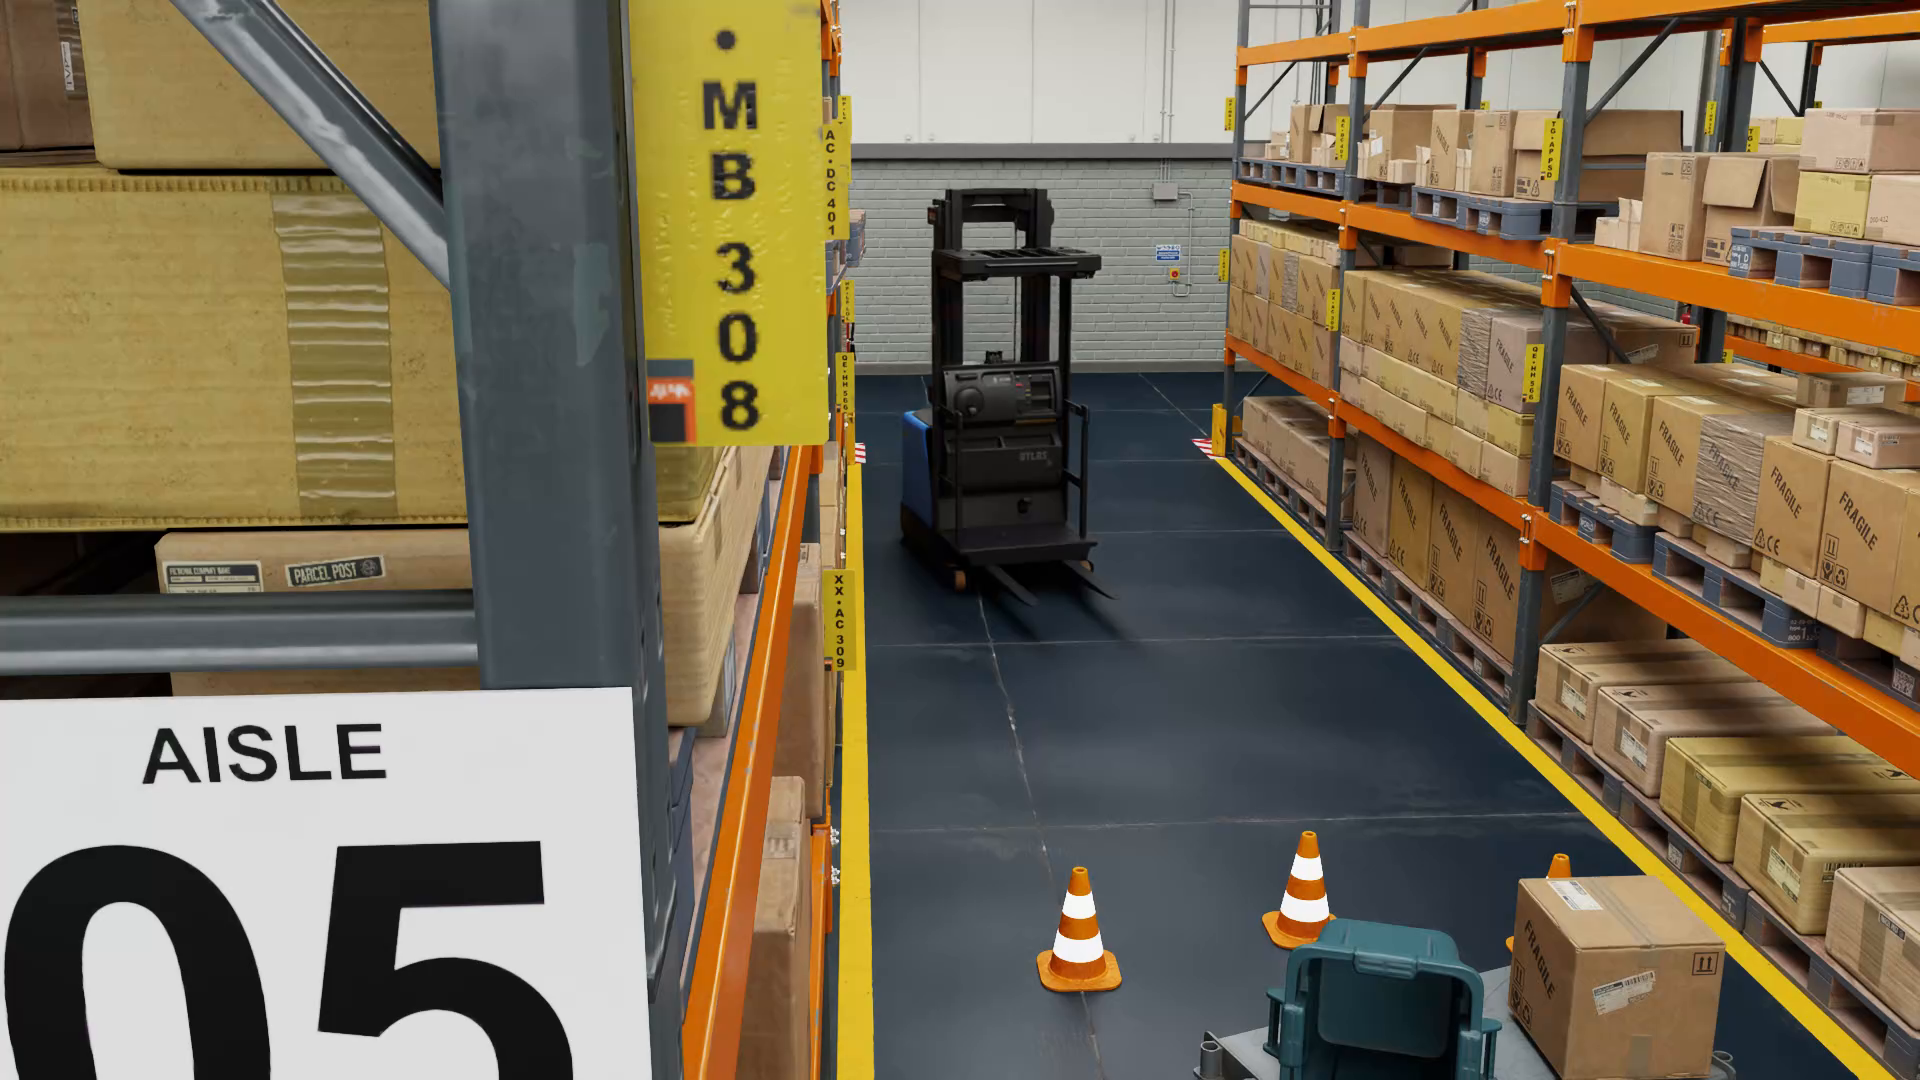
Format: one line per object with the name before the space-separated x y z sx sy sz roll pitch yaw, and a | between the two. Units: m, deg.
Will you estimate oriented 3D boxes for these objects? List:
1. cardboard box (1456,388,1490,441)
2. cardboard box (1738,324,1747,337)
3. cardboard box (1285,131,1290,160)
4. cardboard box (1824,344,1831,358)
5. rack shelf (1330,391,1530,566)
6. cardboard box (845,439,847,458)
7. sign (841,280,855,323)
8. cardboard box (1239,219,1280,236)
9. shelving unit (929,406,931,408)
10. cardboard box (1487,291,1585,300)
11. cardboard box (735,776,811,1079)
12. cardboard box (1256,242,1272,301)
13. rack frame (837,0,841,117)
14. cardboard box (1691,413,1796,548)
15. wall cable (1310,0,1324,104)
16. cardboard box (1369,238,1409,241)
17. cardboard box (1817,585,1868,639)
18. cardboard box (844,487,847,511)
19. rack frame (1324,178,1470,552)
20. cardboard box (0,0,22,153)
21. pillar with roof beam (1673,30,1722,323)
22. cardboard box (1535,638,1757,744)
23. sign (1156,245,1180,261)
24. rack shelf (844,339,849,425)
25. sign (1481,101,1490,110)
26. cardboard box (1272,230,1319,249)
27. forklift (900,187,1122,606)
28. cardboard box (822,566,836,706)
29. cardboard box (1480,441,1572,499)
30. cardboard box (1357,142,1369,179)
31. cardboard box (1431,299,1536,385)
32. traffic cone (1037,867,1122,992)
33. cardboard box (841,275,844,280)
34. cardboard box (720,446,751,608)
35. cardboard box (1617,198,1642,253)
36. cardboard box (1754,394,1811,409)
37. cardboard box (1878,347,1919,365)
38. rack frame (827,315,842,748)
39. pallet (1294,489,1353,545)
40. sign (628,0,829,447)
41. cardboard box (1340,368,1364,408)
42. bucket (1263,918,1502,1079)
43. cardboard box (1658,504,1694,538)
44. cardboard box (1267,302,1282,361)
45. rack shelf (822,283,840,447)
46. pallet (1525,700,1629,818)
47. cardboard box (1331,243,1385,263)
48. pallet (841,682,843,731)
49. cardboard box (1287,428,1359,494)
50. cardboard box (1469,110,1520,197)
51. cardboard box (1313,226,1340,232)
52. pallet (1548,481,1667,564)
cardboard box | 3.442 -0.794 10.391 0.500 0.250 0.500 -1 14 -5
cardboard box | 8.078 -2.113 16.722 0.380 0.149 0.250 -1 14 -4
cardboard box | 3.308 -3.659 15.341 0.500 0.311 0.500 -1 14 -2
cardboard box | 8.179 -1.730 15.235 0.380 0.149 0.250 -1 14 -3
rack shelf | 3.637 -0.530 11.509 1.077 0.370 4.000 -1 14 -3
cardboard box | -1.312 -0.901 16.388 0.380 0.149 0.250 0 14 -2
sign | -0.868 -1.844 12.850 0.100 0.325 0.005 -1 14 -3
cardboard box | 3.011 -3.124 16.641 0.380 0.149 0.250 -1 14 -2
shelving unit | -0.135 -0.618 14.321 0.215 1.050 0.252 -4 15 -15
cardboard box | 3.889 -1.417 11.308 0.500 0.500 0.500 -1 14 -3
cardboard box | -0.688 0.745 2.642 0.875 0.550 0.550 -1 14 -3
cardboard box | 3.089 -2.523 15.605 0.500 0.500 0.500 -1 14 -4
rack frame | -1.669 -5.174 16.077 1.000 3.000 0.127 -1 14 -3
cardboard box | 3.660 -0.275 7.435 0.500 0.500 0.500 -1 14 -6
wall cable | 6.165 -6.749 22.121 2.988 3.039 0.133 -1 14 -3
cardboard box | 3.708 -2.494 14.191 0.380 0.149 0.250 -1 14 -4
cardboard box | 3.651 0.279 6.582 0.380 0.149 0.250 -1 14 -4
cardboard box | -1.125 -0.336 13.593 0.380 0.149 0.250 0 14 -1
rack frame | 3.513 -1.375 13.352 1.000 3.000 0.127 -1 14 -3
cardboard box | -1.052 -0.399 1.399 0.380 0.149 0.250 -1 14 -3
pillar with roof beam | 4.655 -5.971 19.175 9.100 9.000 0.400 -1 14 -3
cardboard box | 3.786 0.829 9.214 0.950 0.372 0.625 -2 15 -7
sign | 2.840 -3.918 22.690 0.327 0.218 0.001 -1 14 -3
rack shelf | -1.545 -1.423 14.981 1.077 0.370 4.000 -1 14 -3
sign | 4.054 -3.242 12.917 0.100 0.325 0.005 -1 14 -3
cardboard box | 3.065 -2.738 15.140 0.380 0.149 0.250 -1 14 -5
forklift | 0.391 -1.140 12.575 1.130 2.935 3.031 -4 15 -15
cardboard box | -0.722 0.407 6.225 0.500 0.500 0.500 -1 14 -3
cardboard box | 3.470 -0.430 9.978 0.500 0.250 0.500 -1 14 -5
cardboard box | 3.194 -2.837 12.438 0.396 0.266 0.258 -1 14 -4
cardboard box | 3.403 -1.289 10.809 0.500 0.500 0.500 -1 14 -3
traffic cone | 0.498 1.587 6.928 0.336 0.463 0.334 -1 14 -3
cardboard box | -1.254 -2.321 14.223 0.500 0.500 0.500 -1 14 -3
cardboard box | -0.396 -0.026 1.548 0.380 0.149 0.250 -1 14 -3
cardboard box | 3.626 -1.624 8.568 0.396 0.266 0.258 -1 14 -3
cardboard box | 4.142 -0.414 7.975 0.500 0.500 0.500 -2 15 -7
cardboard box | 8.192 -1.647 14.113 0.500 0.250 0.500 -1 14 -2
rack frame | -1.174 -0.279 9.091 1.000 3.000 0.127 -1 14 -3
pallet | 3.544 -0.215 14.440 1.003 0.211 1.213 -1 14 -3
sign | -0.124 -0.211 0.894 0.100 0.325 0.005 -1 14 -3
cardboard box | 3.277 -1.189 12.930 0.500 0.250 0.500 -1 14 -5
bucket | 1.384 1.563 5.450 0.726 0.611 0.620 4 5 16
cardboard box | 3.639 -0.112 8.102 0.380 0.149 0.250 0 14 0
cardboard box | 3.129 -1.918 15.262 0.500 0.500 0.500 0 14 -2
rack shelf | -1.050 -0.886 6.874 1.077 0.370 4.000 -1 14 -3
pallet | 3.808 1.164 9.078 1.003 0.211 1.213 -1 14 -3
cardboard box | 3.268 -2.361 13.675 0.380 0.149 0.250 -1 14 -2
pallet | -1.221 0.877 10.194 1.003 0.211 1.213 -1 14 -3
cardboard box | 3.525 -0.718 15.098 0.875 0.438 0.875 -1 14 -5
cardboard box | 3.510 -2.328 9.993 0.700 0.500 0.500 -2 15 -6
cardboard box | 3.547 -2.876 15.675 0.380 0.149 0.250 -1 14 -4
pallet | 3.911 -0.112 8.827 1.213 0.211 1.003 -1 14 -3
